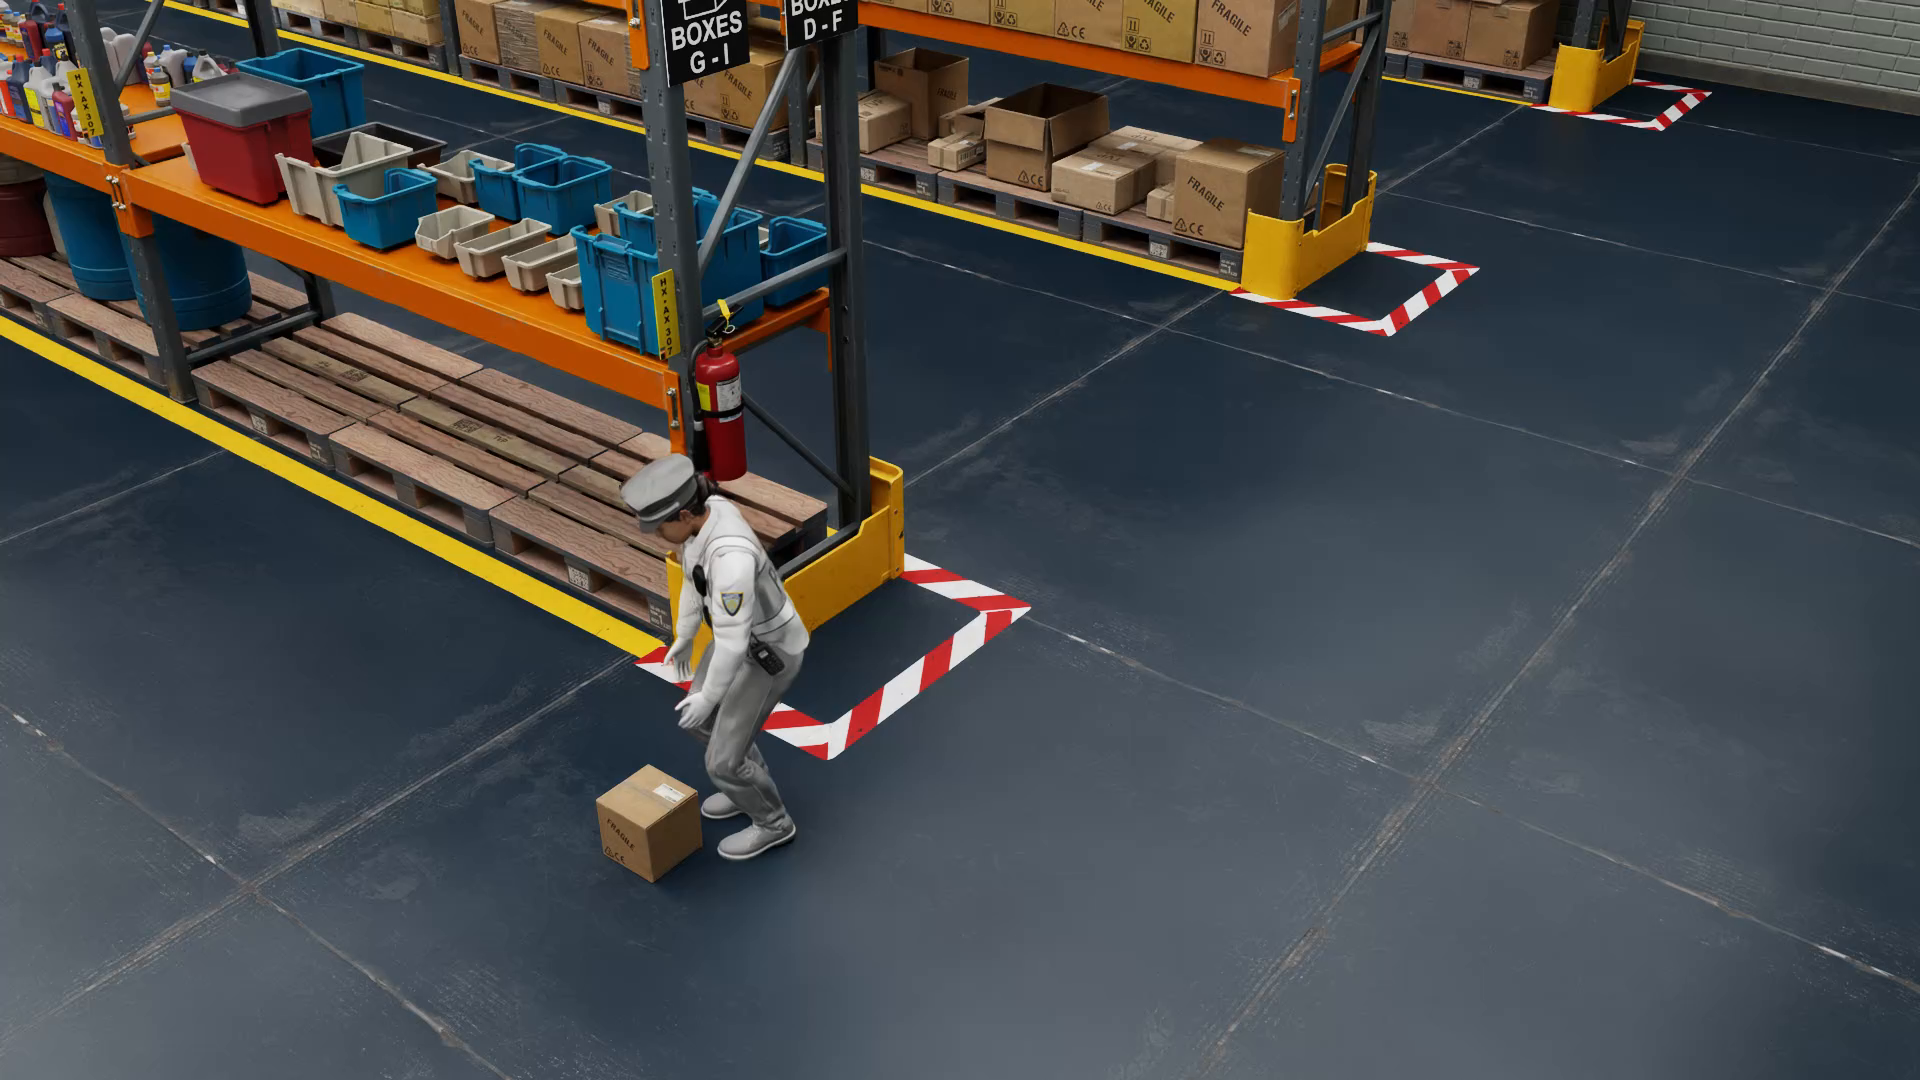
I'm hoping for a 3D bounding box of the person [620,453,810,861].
[{"bbox_3d":[-0.789,0.401,5.599,0.570,1.542,0.523,-11,33,-18],"label":"person"}]
